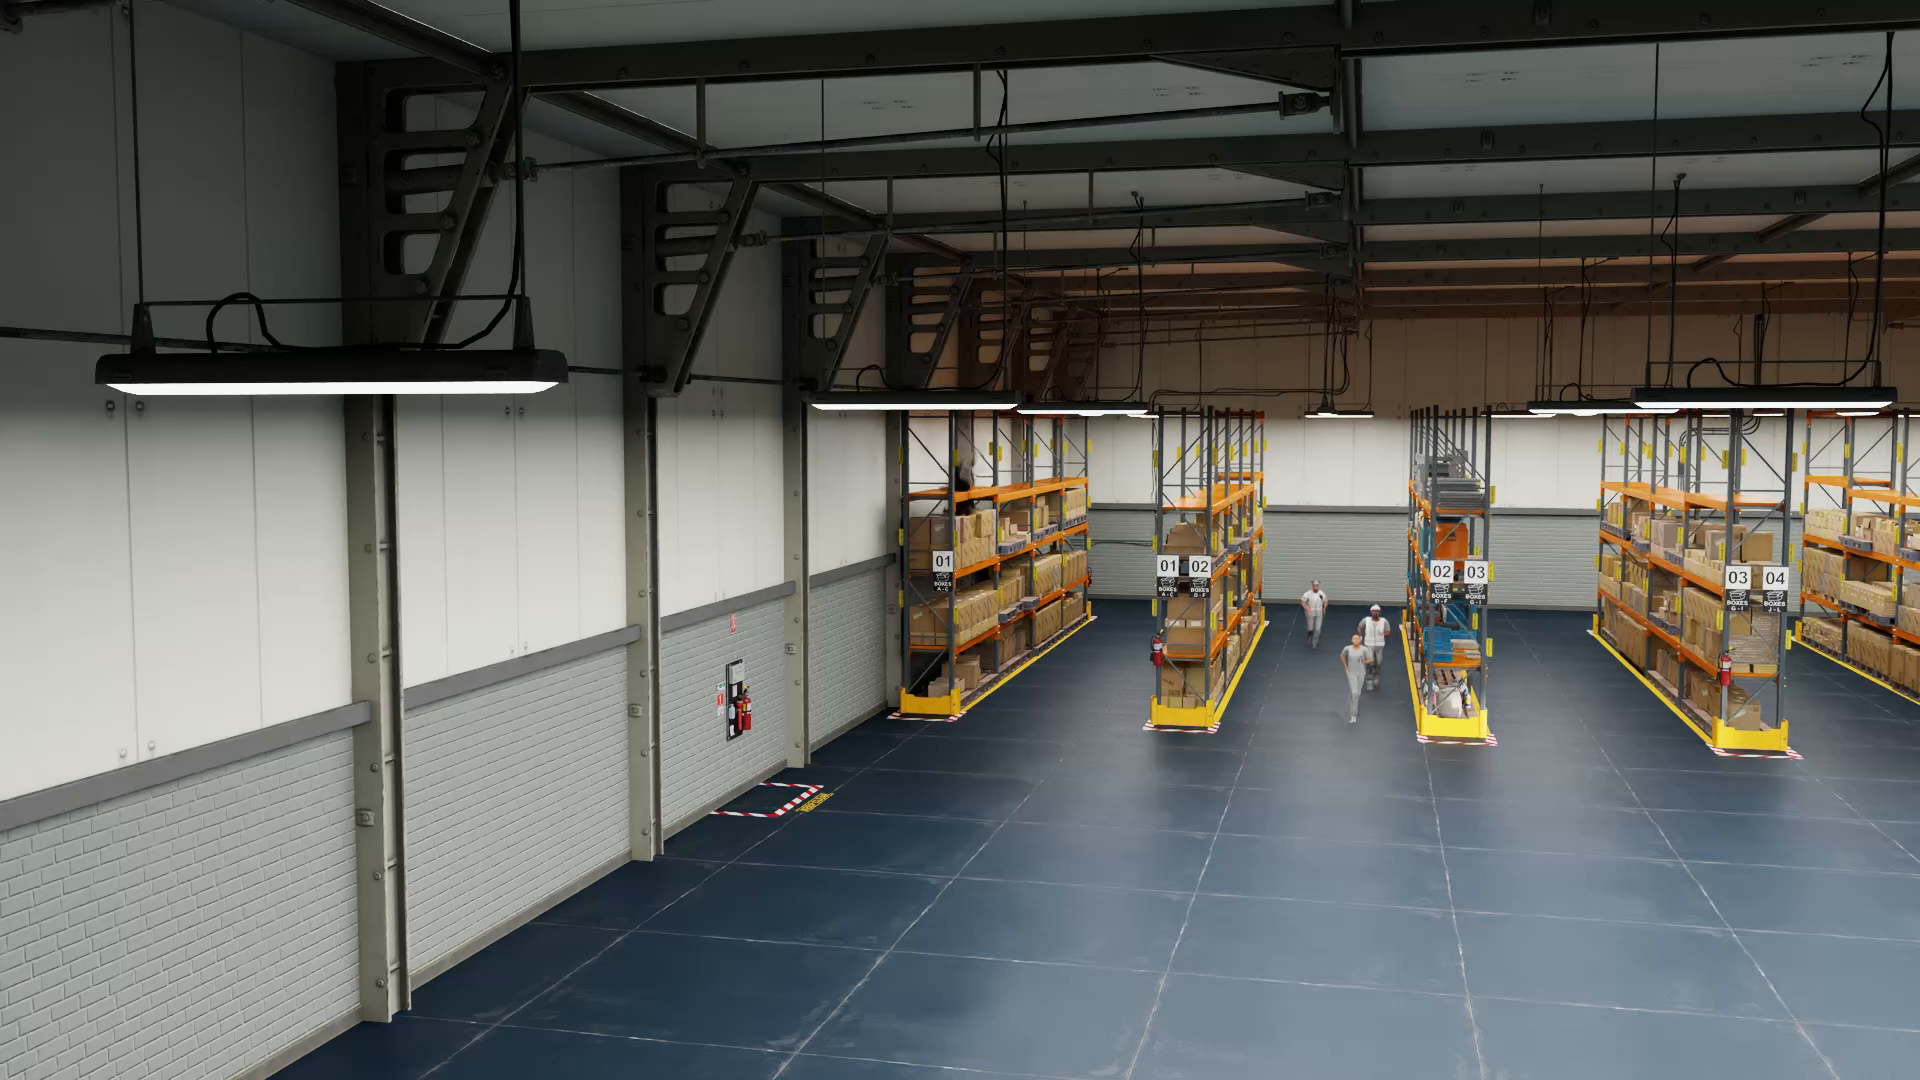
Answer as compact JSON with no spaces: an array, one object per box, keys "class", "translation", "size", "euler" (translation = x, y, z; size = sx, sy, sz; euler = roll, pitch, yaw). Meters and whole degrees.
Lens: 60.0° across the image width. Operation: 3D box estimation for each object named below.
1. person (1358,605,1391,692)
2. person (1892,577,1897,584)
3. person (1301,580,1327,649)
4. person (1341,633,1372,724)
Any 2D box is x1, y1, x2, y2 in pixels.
[{"class":"person","translation":[8.821,2.294,35.396],"size":[0.657,1.841,0.770],"euler":[0,4,6]},{"class":"person","translation":[23.792,1.823,42.308],"size":[0.684,1.763,0.848],"euler":[0,4,-3]},{"class":"person","translation":[8.913,1.856,41.776],"size":[0.644,1.737,0.595],"euler":[0,4,2]},{"class":"person","translation":[7.574,2.624,31.768],"size":[0.539,1.726,0.762],"euler":[0,4,3]}]
